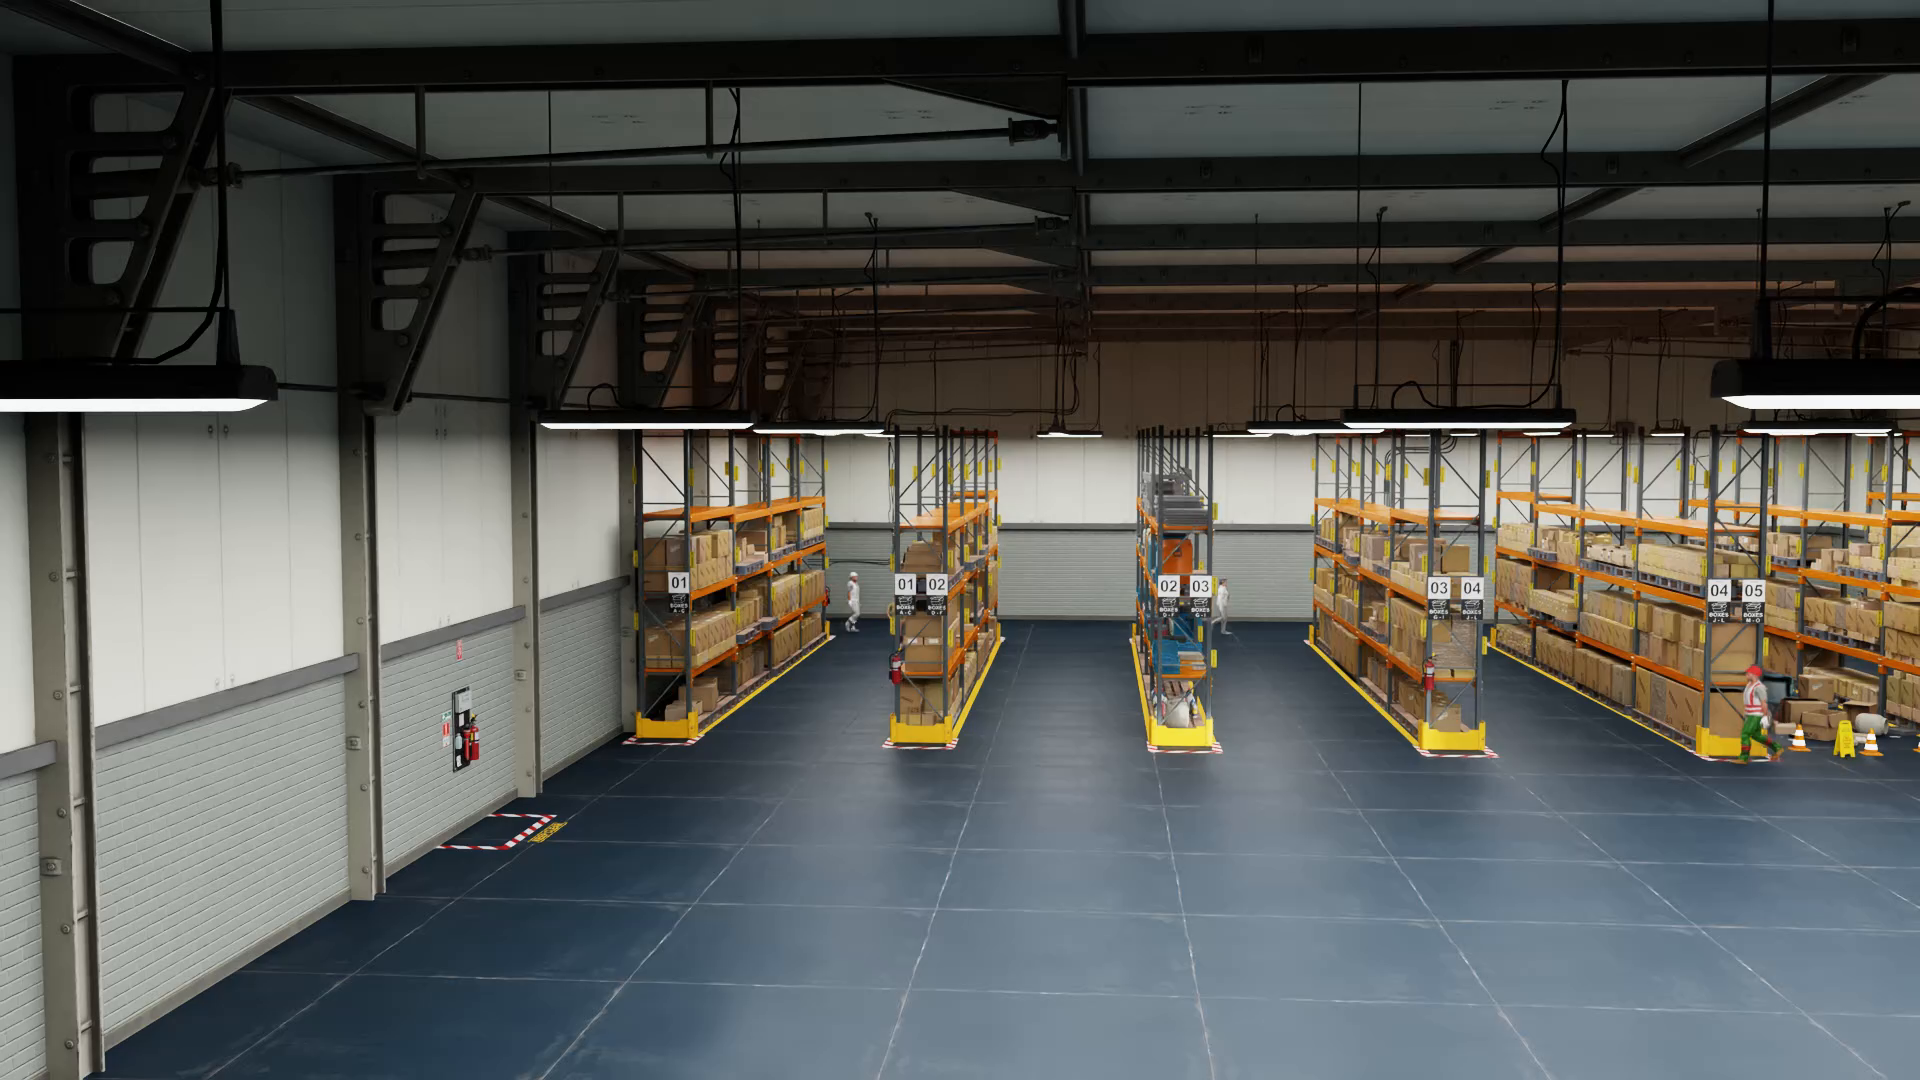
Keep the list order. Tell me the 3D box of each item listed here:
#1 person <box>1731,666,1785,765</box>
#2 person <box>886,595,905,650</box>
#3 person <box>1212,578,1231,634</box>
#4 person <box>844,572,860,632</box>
[{"bbox_3d":[14.046,3.083,29.291,0.947,1.750,0.617,0,3,2],"label":"person"},{"bbox_3d":[-1.678,2.221,45.162,0.582,1.584,0.695,1,4,16],"label":"person"},{"bbox_3d":[7.659,1.944,48.909,0.587,1.658,0.528,2,4,25],"label":"person"},{"bbox_3d":[-3.191,1.846,49.378,0.472,1.787,0.583,0,3,8],"label":"person"}]
